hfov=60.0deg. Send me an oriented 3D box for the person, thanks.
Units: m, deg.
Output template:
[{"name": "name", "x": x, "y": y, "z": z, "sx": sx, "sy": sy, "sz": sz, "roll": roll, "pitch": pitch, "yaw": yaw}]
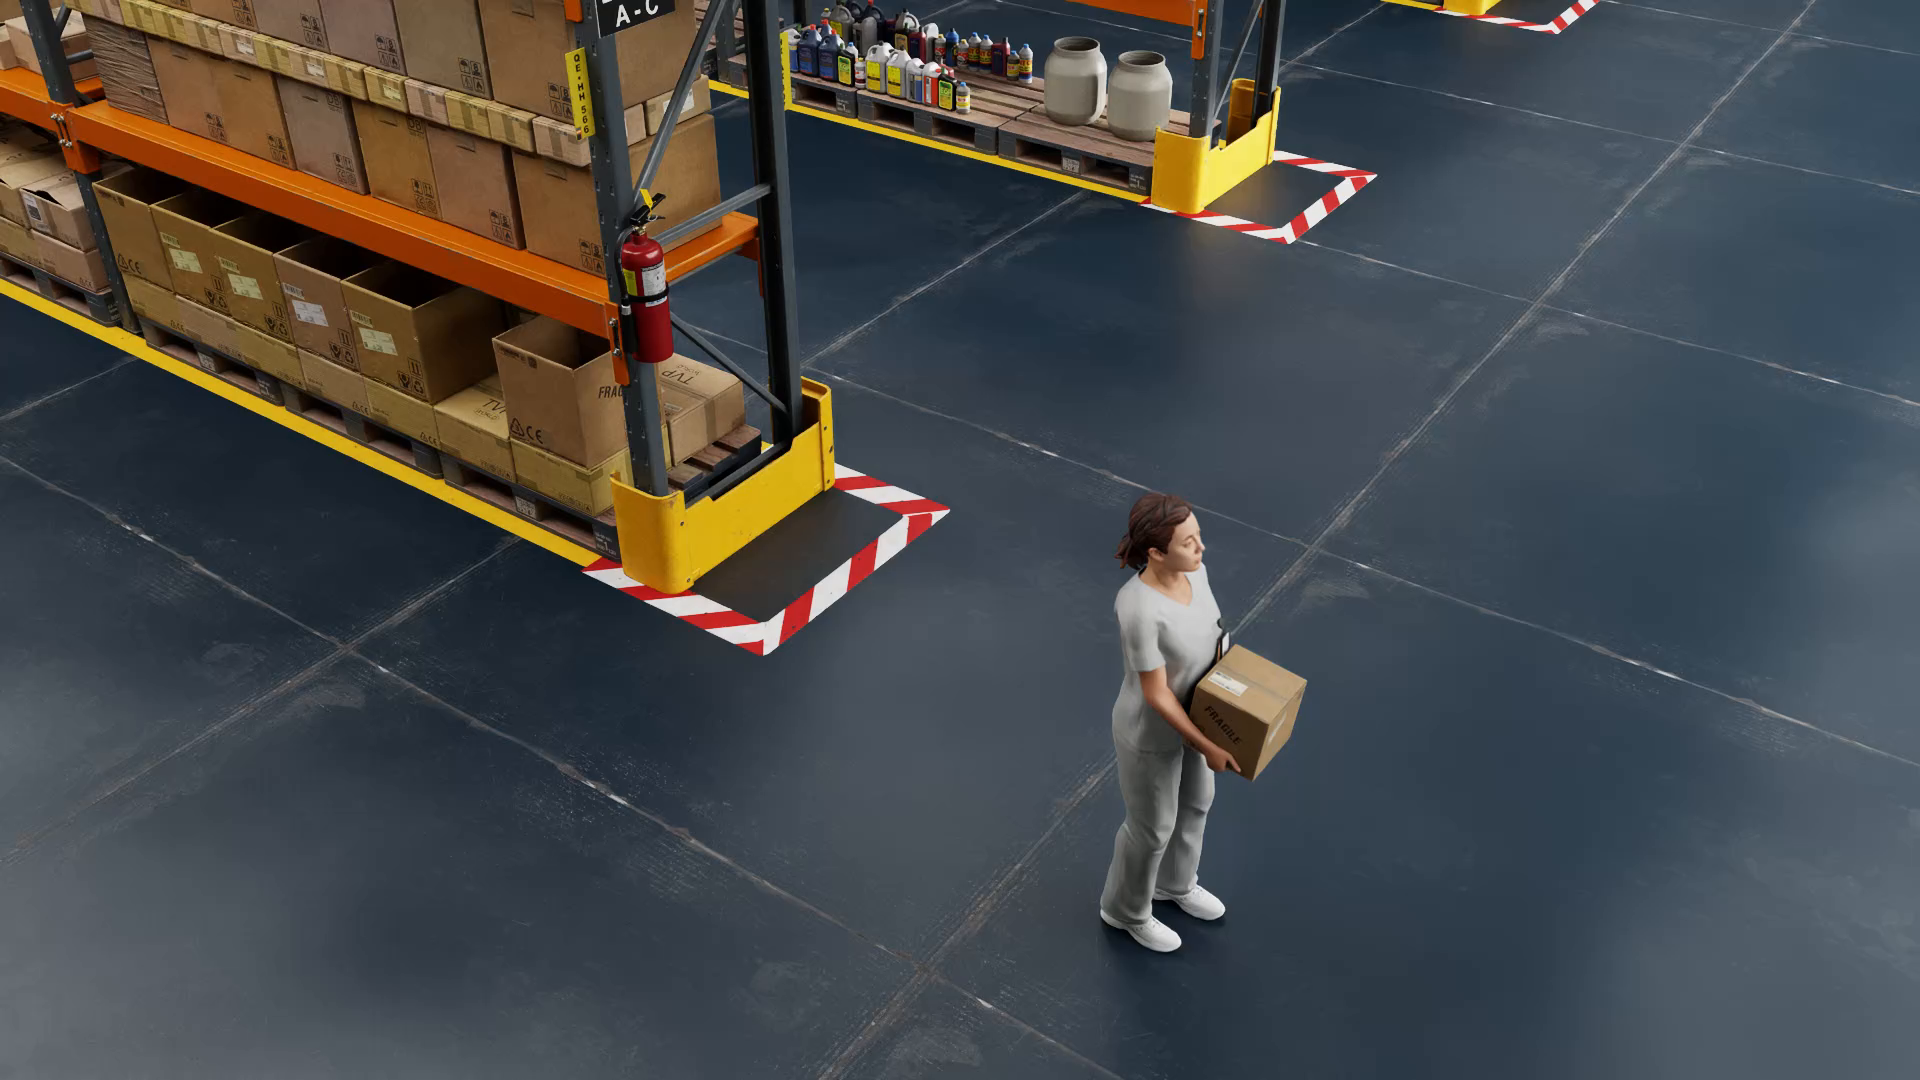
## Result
[{"name": "person", "x": 0.703, "y": 0.608, "z": 5.279, "sx": 0.554, "sy": 1.662, "sz": 0.436, "roll": 22, "pitch": 41, "yaw": 29}]
